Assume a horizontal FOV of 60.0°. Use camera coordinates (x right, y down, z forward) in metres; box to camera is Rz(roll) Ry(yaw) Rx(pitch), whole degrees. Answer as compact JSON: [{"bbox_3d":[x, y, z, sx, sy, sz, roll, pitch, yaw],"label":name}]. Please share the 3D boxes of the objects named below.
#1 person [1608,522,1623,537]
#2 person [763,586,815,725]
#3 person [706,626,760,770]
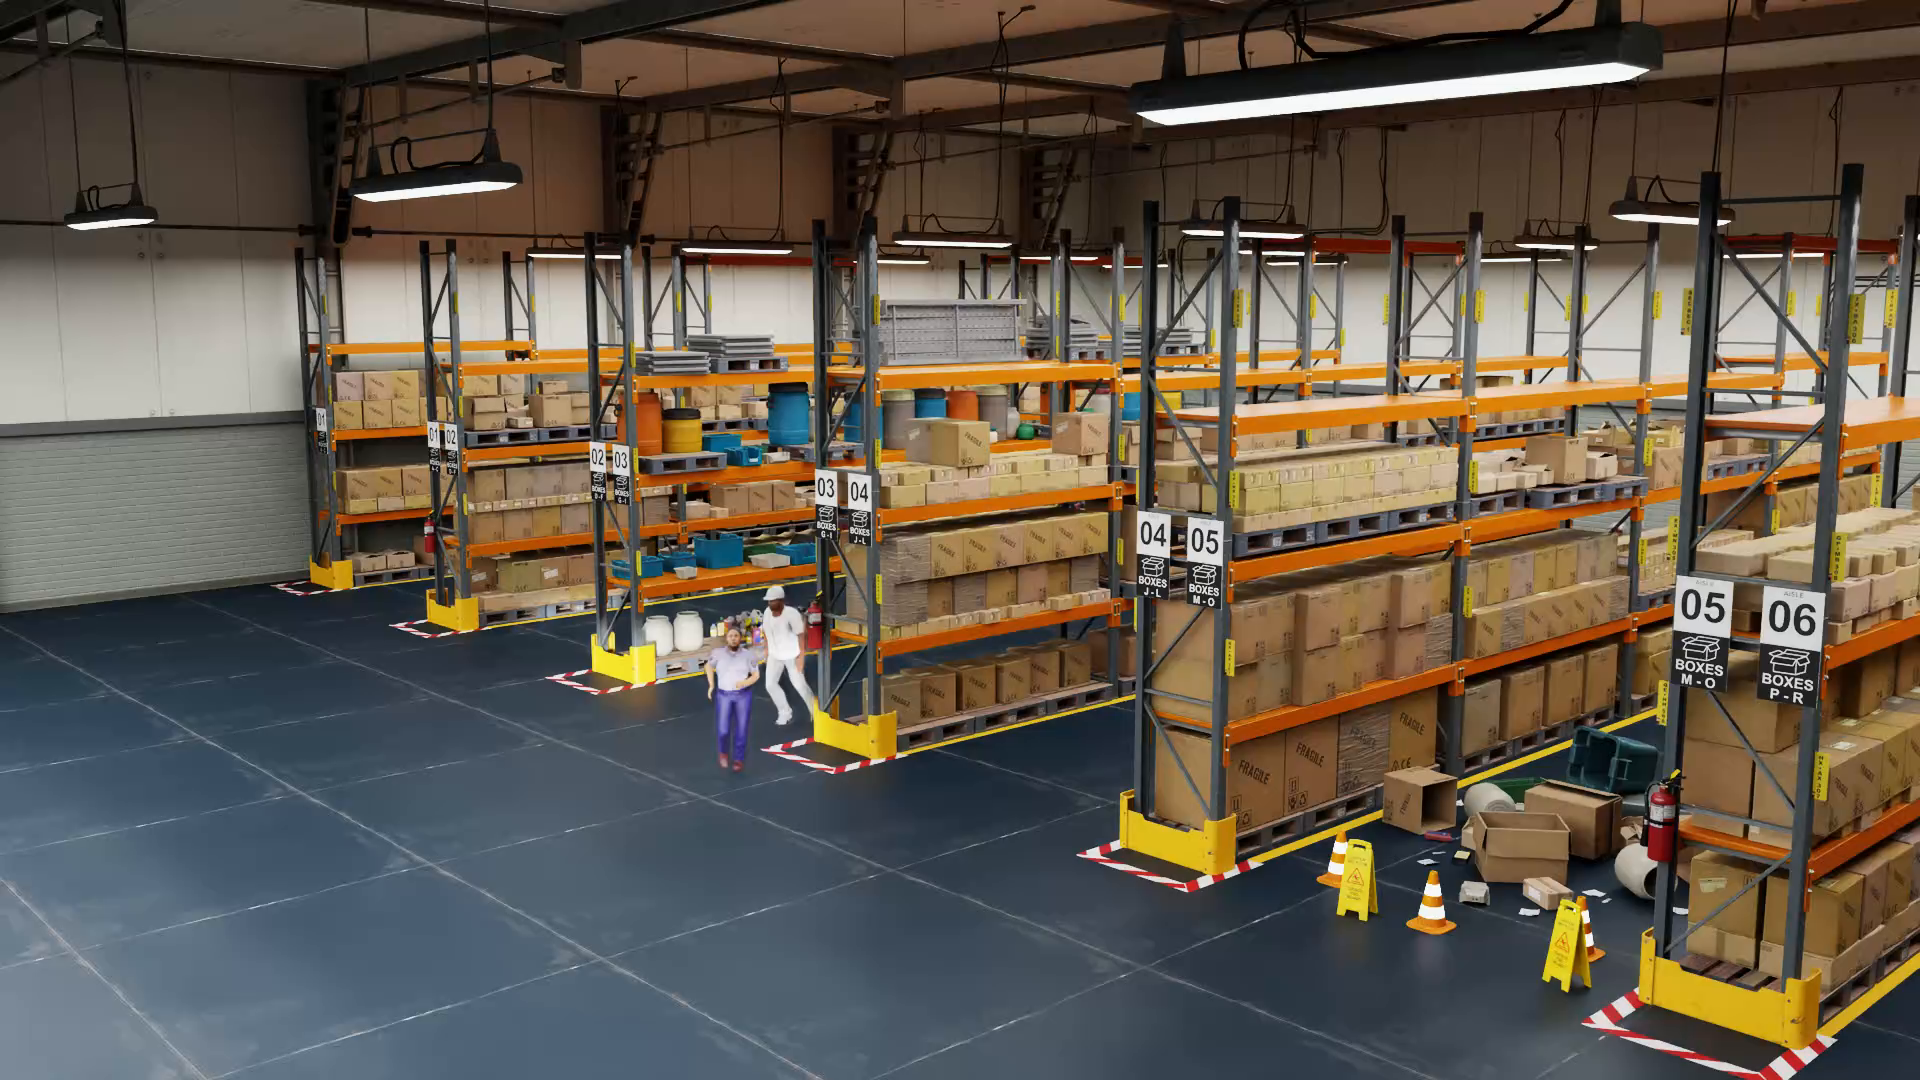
[{"bbox_3d":[9.832,0.630,24.987,0.863,1.840,0.605,-7,11,-39],"label":"person"},{"bbox_3d":[-2.089,1.391,20.171,0.696,1.745,0.736,5,10,31],"label":"person"},{"bbox_3d":[-2.461,1.735,18.021,0.587,1.616,0.610,-1,8,-7],"label":"person"}]
